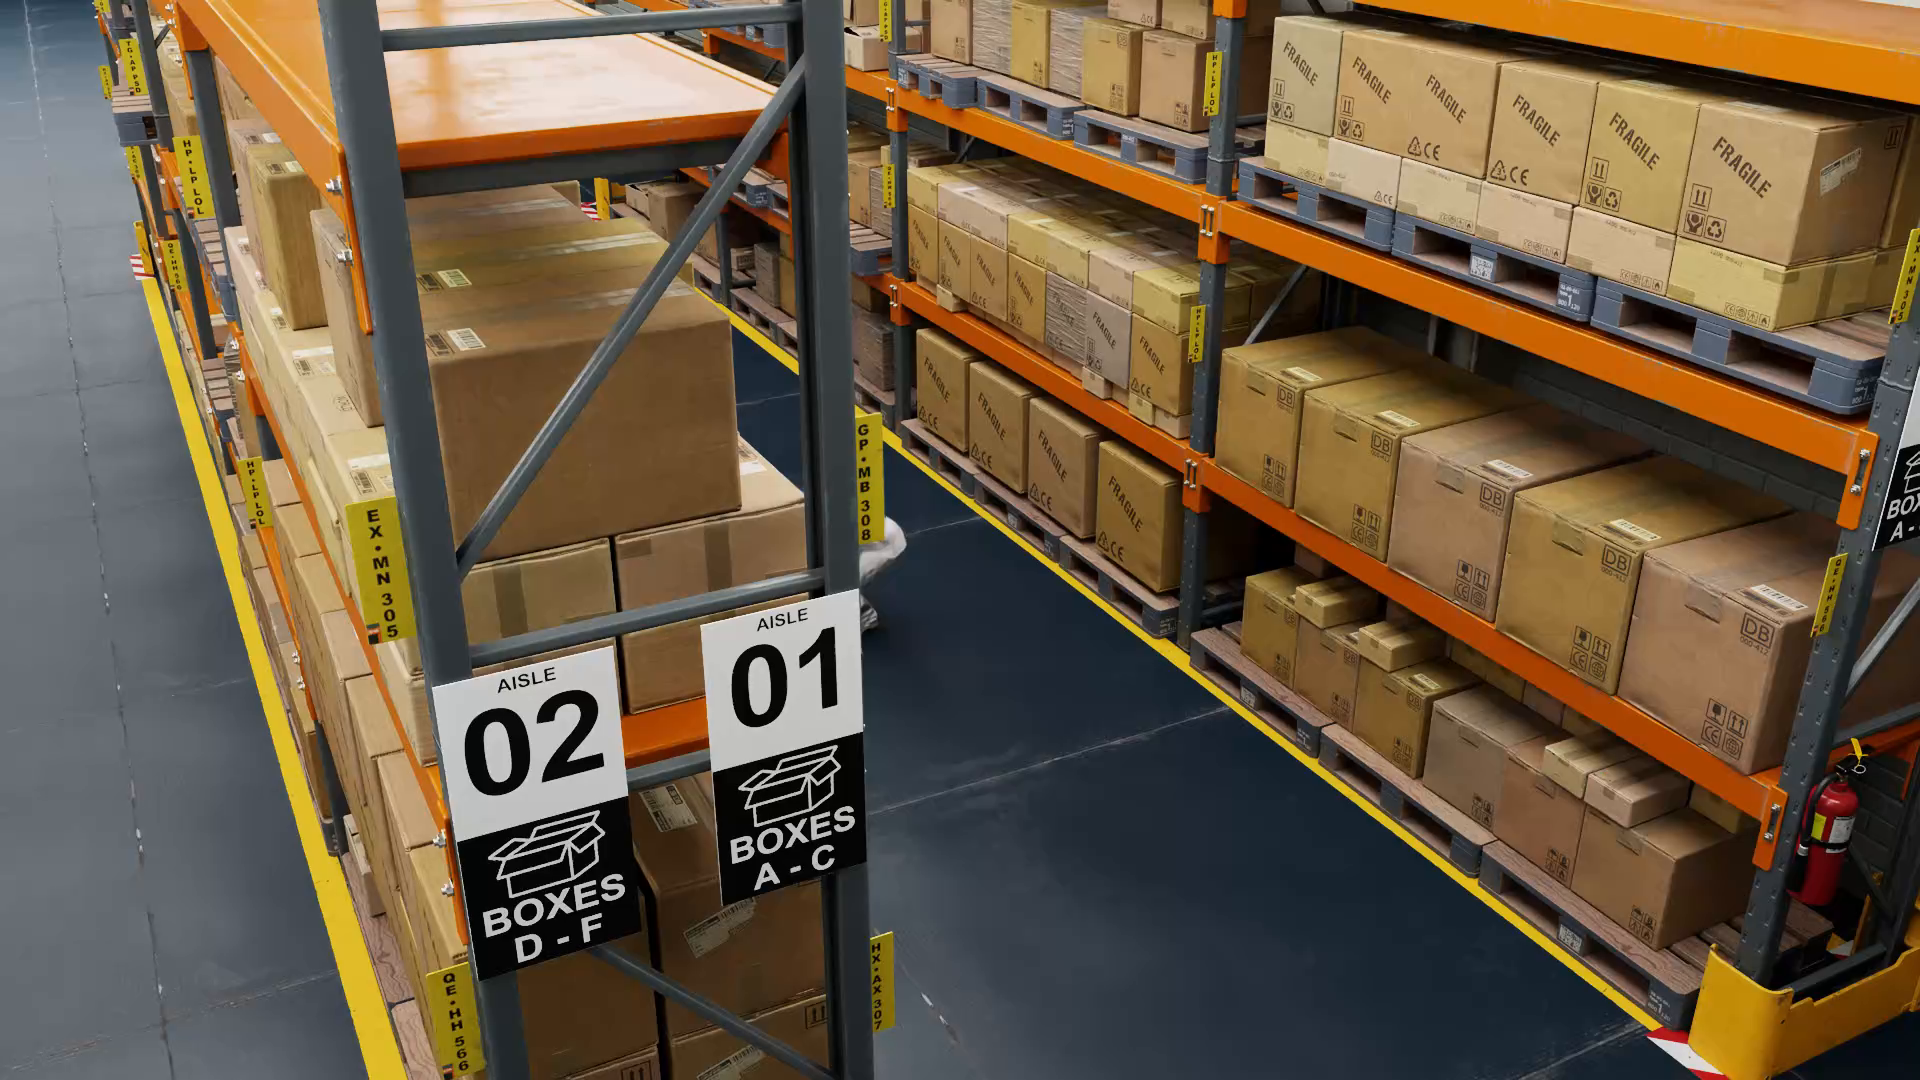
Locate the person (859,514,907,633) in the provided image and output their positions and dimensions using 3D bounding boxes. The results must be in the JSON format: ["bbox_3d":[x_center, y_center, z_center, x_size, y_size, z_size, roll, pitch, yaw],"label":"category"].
[{"bbox_3d":[-0.751,0.105,10.284,0.870,1.006,0.537,-14,28,-26],"label":"person"}]
